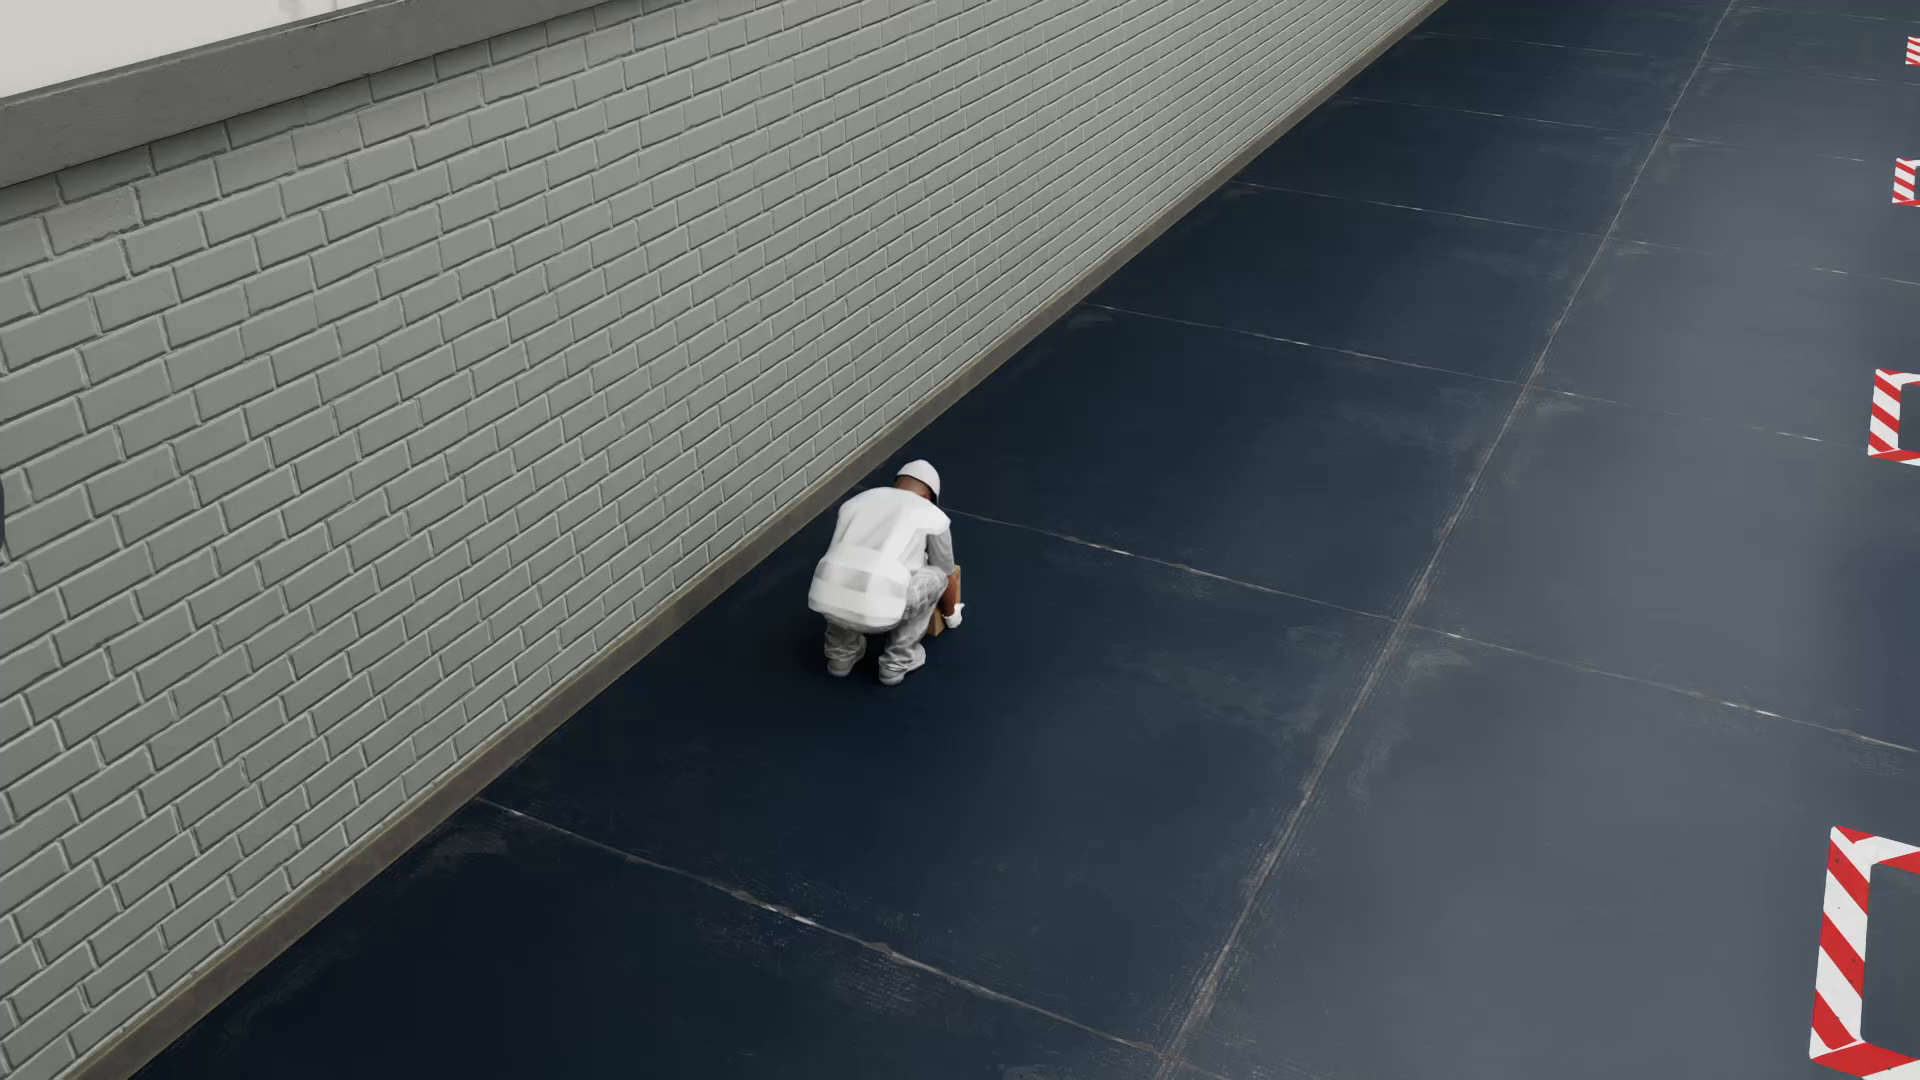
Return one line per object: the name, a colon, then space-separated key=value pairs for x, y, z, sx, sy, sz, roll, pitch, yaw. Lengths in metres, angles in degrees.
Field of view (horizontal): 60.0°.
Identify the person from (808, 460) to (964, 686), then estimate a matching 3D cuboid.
person: x=-0.336 y=0.189 z=7.427 sx=0.555 sy=0.850 sz=0.957 roll=14 pitch=33 yaw=22
